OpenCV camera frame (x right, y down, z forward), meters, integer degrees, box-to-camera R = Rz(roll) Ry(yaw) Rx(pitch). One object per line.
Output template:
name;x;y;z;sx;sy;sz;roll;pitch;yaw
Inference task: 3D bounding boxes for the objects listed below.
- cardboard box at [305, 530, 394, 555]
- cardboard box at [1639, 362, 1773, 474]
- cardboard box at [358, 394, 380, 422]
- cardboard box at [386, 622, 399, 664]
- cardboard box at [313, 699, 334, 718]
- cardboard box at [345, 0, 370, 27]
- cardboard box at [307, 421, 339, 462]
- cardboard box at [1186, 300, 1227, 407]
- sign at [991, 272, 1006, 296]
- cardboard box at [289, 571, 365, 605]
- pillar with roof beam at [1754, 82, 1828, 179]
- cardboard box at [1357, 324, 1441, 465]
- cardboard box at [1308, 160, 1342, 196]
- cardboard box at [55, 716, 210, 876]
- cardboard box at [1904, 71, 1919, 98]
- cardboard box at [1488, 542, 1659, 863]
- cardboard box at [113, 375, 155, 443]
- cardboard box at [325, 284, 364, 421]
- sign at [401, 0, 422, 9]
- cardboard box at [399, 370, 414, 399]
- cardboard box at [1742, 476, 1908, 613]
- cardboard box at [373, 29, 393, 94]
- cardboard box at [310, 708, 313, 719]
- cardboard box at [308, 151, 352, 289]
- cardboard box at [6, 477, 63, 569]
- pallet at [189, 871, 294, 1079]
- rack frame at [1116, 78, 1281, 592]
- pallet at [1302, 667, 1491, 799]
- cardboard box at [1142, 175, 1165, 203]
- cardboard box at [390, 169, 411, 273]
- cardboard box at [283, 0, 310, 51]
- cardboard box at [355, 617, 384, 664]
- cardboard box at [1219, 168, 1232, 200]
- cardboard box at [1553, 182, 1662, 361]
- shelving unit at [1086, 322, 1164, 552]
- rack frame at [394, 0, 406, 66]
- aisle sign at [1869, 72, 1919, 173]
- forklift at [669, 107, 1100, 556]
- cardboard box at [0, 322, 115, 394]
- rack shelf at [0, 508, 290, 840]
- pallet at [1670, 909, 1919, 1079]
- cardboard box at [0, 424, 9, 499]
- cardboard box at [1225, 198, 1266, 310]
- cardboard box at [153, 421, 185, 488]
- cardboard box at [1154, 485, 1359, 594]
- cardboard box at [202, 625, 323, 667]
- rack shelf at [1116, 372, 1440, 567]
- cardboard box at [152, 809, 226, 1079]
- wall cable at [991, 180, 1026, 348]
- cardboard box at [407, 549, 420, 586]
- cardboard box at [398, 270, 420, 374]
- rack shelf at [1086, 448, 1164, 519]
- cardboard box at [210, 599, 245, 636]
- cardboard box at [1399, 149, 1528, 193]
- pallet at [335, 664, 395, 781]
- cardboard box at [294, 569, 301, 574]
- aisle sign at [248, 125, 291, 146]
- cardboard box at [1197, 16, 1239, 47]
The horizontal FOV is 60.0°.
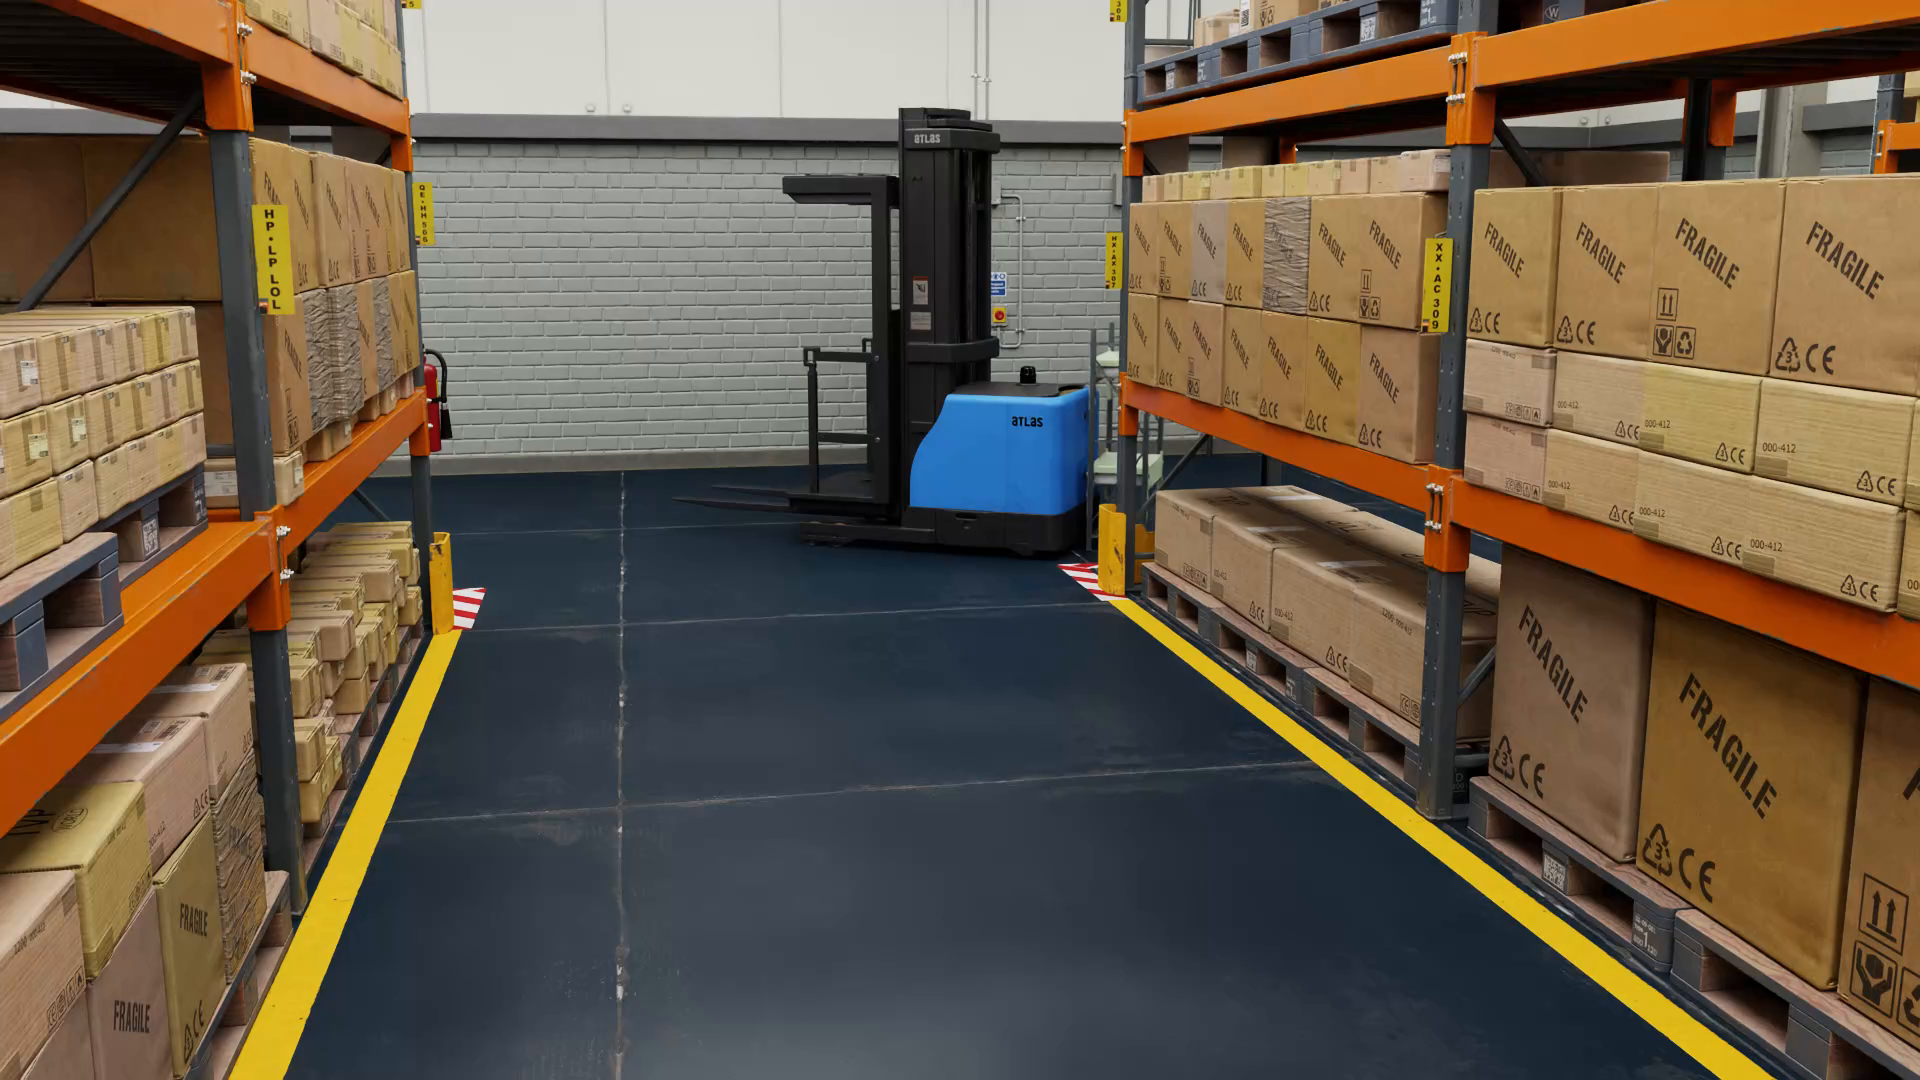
cardboard box;-3.046;0.050;8.320;0.380;0.149;0.250;-2;11;-10
cardboard box;2.234;-0.345;4.552;0.500;0.250;0.500;-2;11;-10
cardboard box;-2.879;-0.627;7.639;0.380;0.149;0.250;-3;11;-14
cardboard box;-2.795;0.480;7.654;0.380;0.149;0.250;-3;11;-14
cardboard box;-2.617;0.725;6.369;0.380;0.149;0.250;-2;11;-12
cardboard box;-2.853;-2.370;7.168;0.500;0.250;0.500;-2;11;-10
cardboard box;-2.604;-0.385;6.367;0.380;0.149;0.250;-2;11;-10
cardboard box;1.465;-0.951;8.403;0.500;0.500;0.500;-2;11;-11
sign;0.267;-2.362;15.359;0.327;0.218;0.001;-2;11;-11
cardboard box;-2.833;0.243;7.309;0.380;0.149;0.250;-3;11;-13
pillar with roof beam;2.451;-4.685;12.245;9.100;9.000;0.400;-2;11;-11
cardboard box;1.883;-0.577;6.440;0.500;0.500;0.500;-2;11;-10
cardboard box;1.718;-1.545;7.116;0.380;0.149;0.250;-2;11;-11
cardboard box;-2.132;0.622;3.965;0.500;0.250;0.500;-2;11;-8
cardboard box;6.133;-2.822;10.084;0.500;0.250;0.500;-2;11;-12
cardboard box;2.423;0.496;5.629;0.875;0.875;0.875;-2;11;-9
cardboard box;-2.243;-0.323;4.126;0.380;0.149;0.250;-2;11;-9
cardboard box;-2.627;-0.733;6.464;0.500;0.500;0.500;-2;11;-12
sign;-2.841;-2.913;8.586;0.100;0.325;0.005;-2;11;-11
cardboard box;-3.049;-0.815;8.626;0.380;0.149;0.250;-2;11;-11
cardboard box;2.325;-0.007;4.112;0.500;0.250;0.500;-2;11;-12
cardboard box;-2.935;-2.220;7.718;0.500;0.250;0.500;-2;11;-11
cardboard box;-2.588;0.629;6.073;0.380;0.149;0.250;-2;11;-11
cardboard box;-2.644;-1.220;6.347;0.500;0.500;0.500;-2;11;-10
cardboard box;-2.084;-0.032;3.393;0.380;0.149;0.250;-2;11;-9
pallet;-2.459;1.259;4.519;1.003;0.211;1.213;-2;11;-11
rack frame;1.446;-1.186;9.906;1.000;3.000;0.127;-2;11;-11
pallet;2.153;0.775;7.060;1.003;0.211;1.213;-2;11;-11
cardboard box;1.244;-1.970;9.347;0.380;0.149;0.250;-2;11;-10
cardboard box;-3.057;-1.599;8.339;0.500;0.500;0.500;-2;11;-12
cardboard box;-2.549;-1.840;5.719;0.500;0.250;0.500;-2;11;-12
cardboard box;-2.678;0.434;7.101;0.380;0.149;0.250;-2;11;-10
cardboard box;1.482;-1.731;8.094;0.380;0.149;0.250;-2;11;-10
cardboard box;2.154;-0.809;4.985;0.500;0.500;0.500;-2;11;-11
shelving unit;1.148;-0.716;11.436;0.431;1.500;0.755;3;11;14
rack frame;-3.390;-3.935;8.302;1.000;3.000;0.127;-2;11;-11
aisle sign;6.013;-2.646;10.624;0.394;0.787;0.004;-2;11;-11
forklift;-0.583;-1.481;11.637;3.031;2.935;1.130;4;11;20
cardboard box;-2.189;-0.418;3.826;0.380;0.149;0.250;-2;11;-11
rack shelf;-2.223;0.466;3.148;1.077;0.370;4.000;-2;11;-11
pallet;2.689;1.280;4.405;1.003;0.211;1.213;-2;11;-11
cardboard box;-2.039;-0.131;3.114;0.380;0.149;0.250;-2;11;-9
cardboard box;1.573;-1.348;7.814;0.500;0.500;0.500;-2;11;-11
cardboard box;-2.289;-0.224;4.397;0.380;0.149;0.250;-2;11;-11
cardboard box;1.673;-0.016;9.489;0.875;0.438;0.875;-3;11;-13
cardboard box;-2.642;0.433;6.309;0.380;0.149;0.250;-2;11;-12
rack shelf;1.835;-0.466;8.046;1.077;0.370;4.000;-2;11;-11
cardboard box;-2.121;0.988;4.043;0.500;0.500;0.500;-2;11;-12
wall cable;0.327;-2.734;15.237;0.585;1.953;0.123;-2;11;-11
cardboard box;-3.007;0.147;8.608;0.380;0.149;0.250;-2;11;-13
cardboard box;-3.050;-1.110;8.442;0.500;0.500;0.500;-2;11;-10
rack shelf;1.145;-0.396;11.498;0.431;0.370;0.720;3;11;14
cardboard box;-3.203;0.306;6.976;0.380;0.149;0.250;-2;11;-11
cardboard box;1.852;-1.356;6.124;0.380;0.149;0.250;-2;11;-12
pallet;-3.018;0.770;7.087;1.003;0.211;1.213;-2;11;-11
cardboard box;-3.540;0.166;8.508;0.380;0.149;0.250;-2;11;-9
aisle sign;-3.698;-2.267;8.633;0.394;0.787;0.004;-2;11;-11
cardboard box;1.432;-2.584;8.508;0.380;0.149;0.250;-2;11;-9
